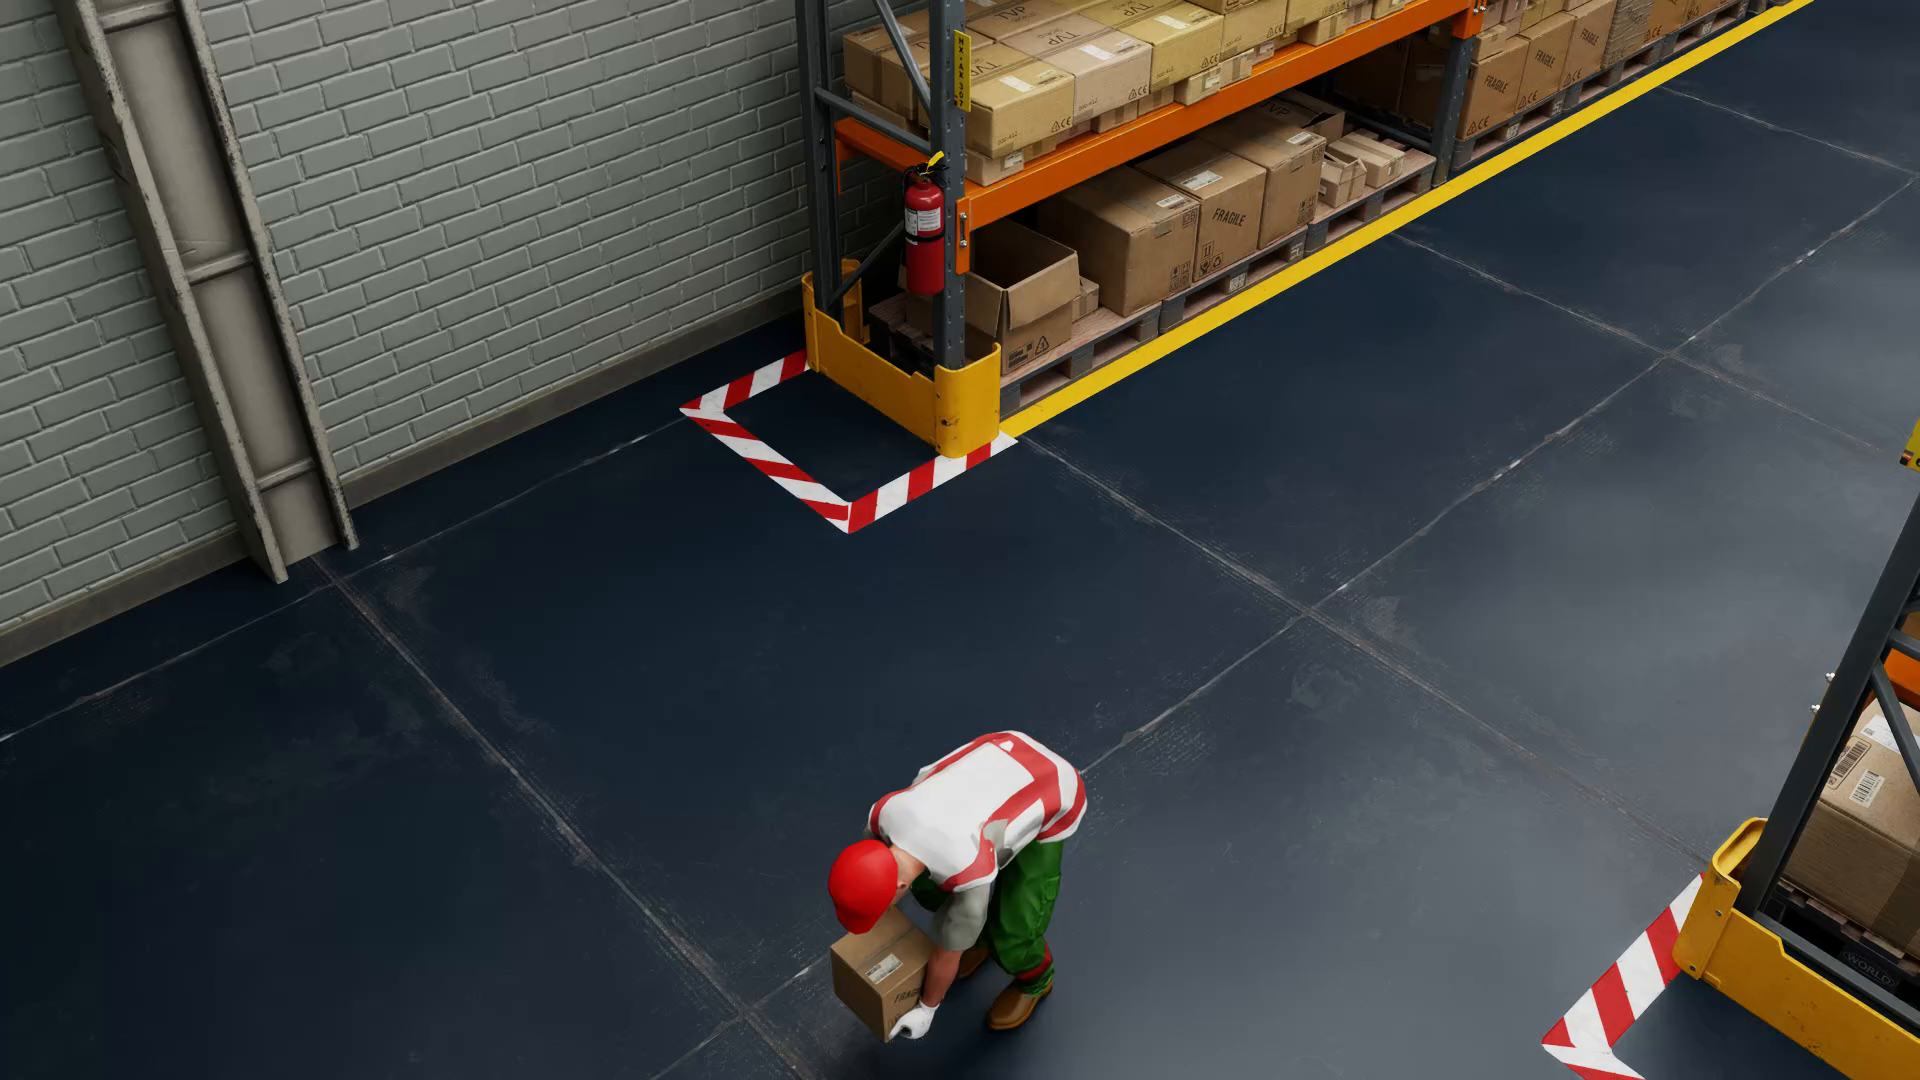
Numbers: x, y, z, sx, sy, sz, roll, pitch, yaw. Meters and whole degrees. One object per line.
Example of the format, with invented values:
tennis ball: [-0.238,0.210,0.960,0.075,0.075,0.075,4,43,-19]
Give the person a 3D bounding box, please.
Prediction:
person: [-0.017,1.157,5.244,0.523,1.134,0.951,32,49,33]
